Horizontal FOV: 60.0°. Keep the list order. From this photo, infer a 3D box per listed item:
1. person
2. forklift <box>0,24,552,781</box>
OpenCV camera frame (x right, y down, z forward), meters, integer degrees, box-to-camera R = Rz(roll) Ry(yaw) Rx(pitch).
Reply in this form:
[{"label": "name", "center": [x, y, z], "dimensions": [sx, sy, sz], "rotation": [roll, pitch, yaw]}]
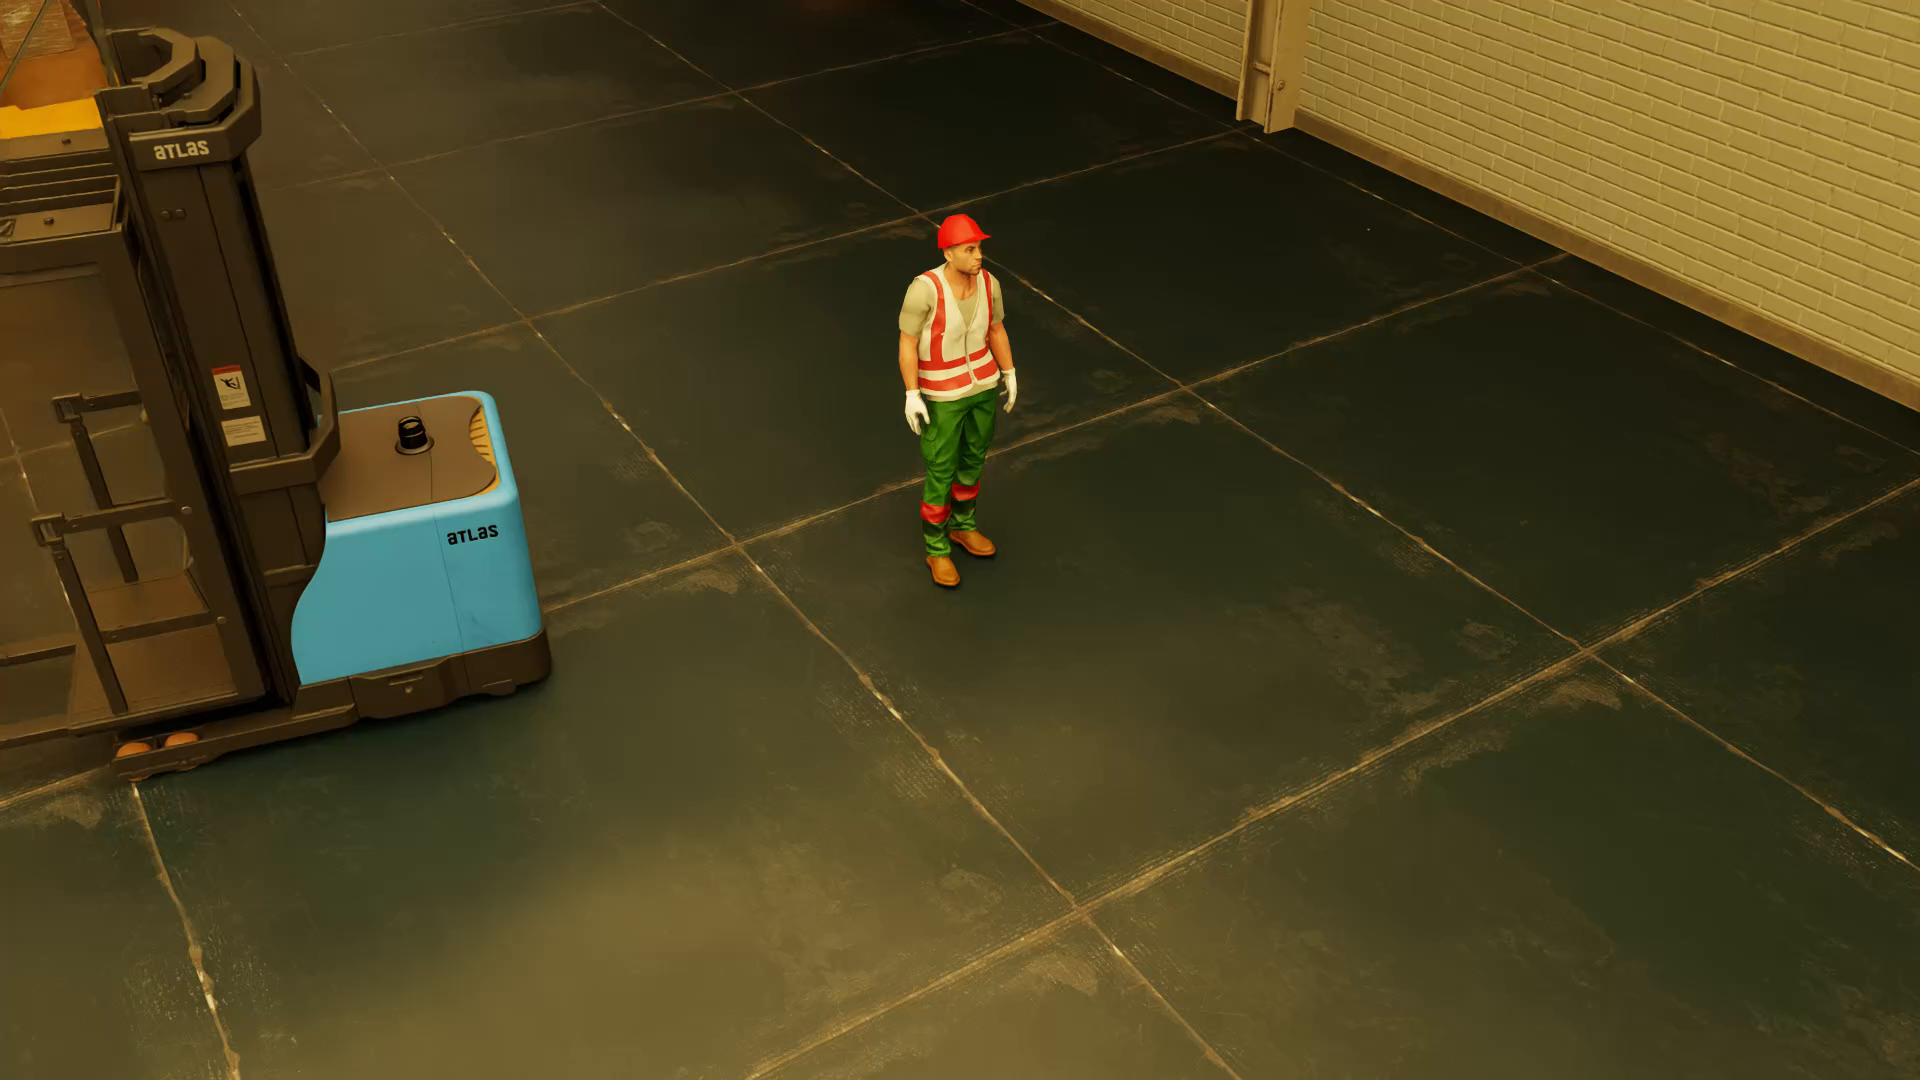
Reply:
[{"label": "person", "center": [0.033, -0.696, 8.118], "dimensions": [0.637, 1.787, 0.564], "rotation": [-21, 40, -27]}, {"label": "forklift", "center": [-3.469, -0.499, 6.858], "dimensions": [3.031, 2.935, 1.130], "rotation": [-12, 37, -16]}]
